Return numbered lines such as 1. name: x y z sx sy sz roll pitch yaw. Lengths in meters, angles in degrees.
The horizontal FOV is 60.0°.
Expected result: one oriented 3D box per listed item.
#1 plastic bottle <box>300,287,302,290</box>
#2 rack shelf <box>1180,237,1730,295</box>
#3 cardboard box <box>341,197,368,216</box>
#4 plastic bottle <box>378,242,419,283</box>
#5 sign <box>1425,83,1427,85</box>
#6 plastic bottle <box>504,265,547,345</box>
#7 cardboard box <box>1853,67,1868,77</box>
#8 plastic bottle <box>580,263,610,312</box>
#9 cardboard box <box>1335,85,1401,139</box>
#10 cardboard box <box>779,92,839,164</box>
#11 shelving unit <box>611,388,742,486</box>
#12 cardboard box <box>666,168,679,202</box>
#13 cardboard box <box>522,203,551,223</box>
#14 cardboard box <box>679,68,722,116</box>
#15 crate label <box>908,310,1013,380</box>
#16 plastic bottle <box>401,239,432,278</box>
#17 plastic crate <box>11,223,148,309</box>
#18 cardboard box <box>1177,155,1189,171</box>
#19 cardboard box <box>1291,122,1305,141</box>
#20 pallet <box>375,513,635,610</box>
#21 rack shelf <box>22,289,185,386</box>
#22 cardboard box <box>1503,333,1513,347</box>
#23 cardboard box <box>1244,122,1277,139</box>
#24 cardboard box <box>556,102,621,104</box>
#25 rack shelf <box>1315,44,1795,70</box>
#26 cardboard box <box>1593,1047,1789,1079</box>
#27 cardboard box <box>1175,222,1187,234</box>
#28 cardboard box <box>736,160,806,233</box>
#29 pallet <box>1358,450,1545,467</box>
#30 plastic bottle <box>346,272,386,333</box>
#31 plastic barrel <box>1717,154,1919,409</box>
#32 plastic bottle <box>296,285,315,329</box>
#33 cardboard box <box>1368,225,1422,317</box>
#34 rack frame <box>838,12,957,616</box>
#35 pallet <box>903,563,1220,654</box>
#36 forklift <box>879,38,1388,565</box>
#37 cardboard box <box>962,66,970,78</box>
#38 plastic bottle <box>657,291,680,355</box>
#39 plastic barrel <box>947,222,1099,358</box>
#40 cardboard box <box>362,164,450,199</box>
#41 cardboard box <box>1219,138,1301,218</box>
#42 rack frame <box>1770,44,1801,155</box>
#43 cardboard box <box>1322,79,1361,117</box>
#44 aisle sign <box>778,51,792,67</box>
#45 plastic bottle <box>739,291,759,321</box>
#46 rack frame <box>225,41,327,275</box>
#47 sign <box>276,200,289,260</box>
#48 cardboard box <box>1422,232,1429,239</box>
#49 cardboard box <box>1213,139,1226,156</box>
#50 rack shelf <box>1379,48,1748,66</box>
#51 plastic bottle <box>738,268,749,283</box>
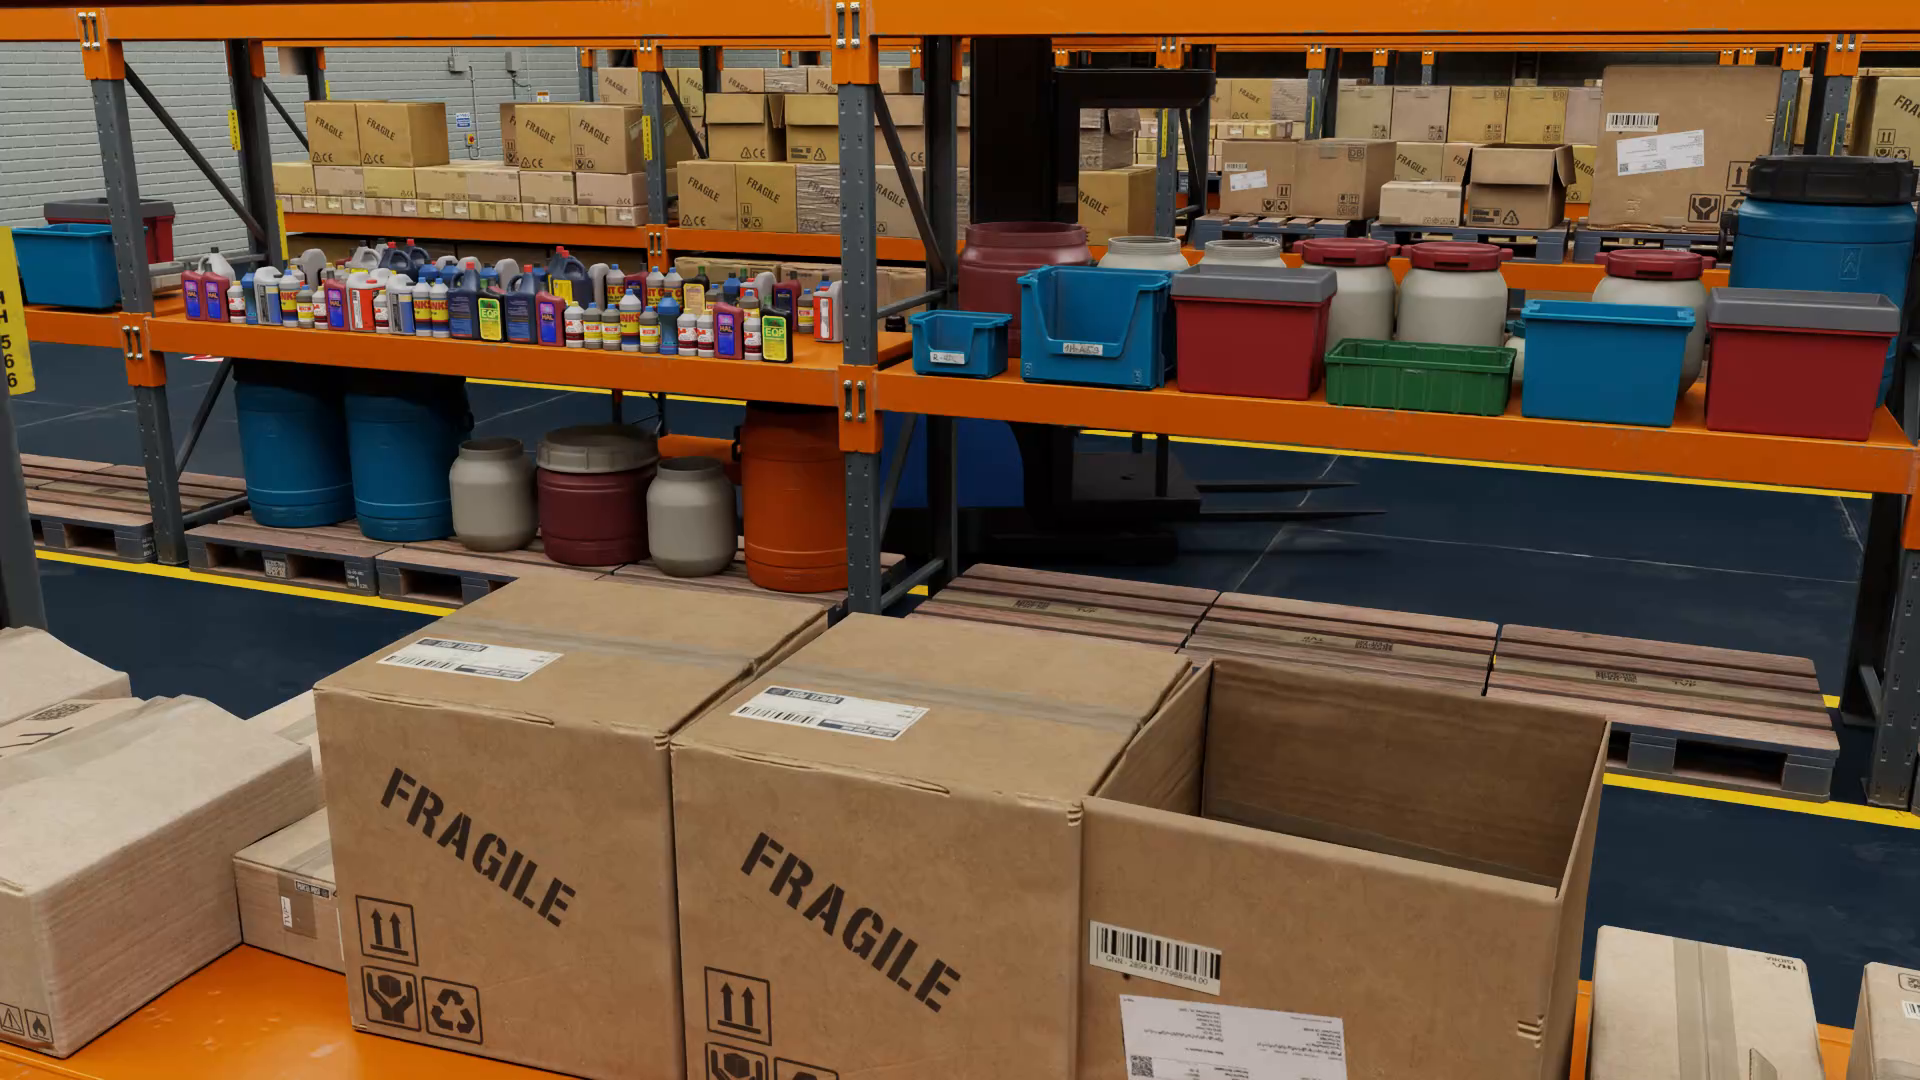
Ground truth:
1. plastic bottle: -3.313 -1.192 8.254 0.097 0.201 0.097 0 16 0
2. rack shelf: 3.427 -1.762 11.152 4.000 0.370 1.077 6 17 21
3. cardboard box: -4.946 -2.809 13.920 0.250 0.149 0.380 6 17 20
4. plastic bottle: -2.878 -1.347 8.522 0.185 0.351 0.144 6 17 21
5. sign: 6.830 -6.546 24.407 0.005 0.325 0.100 6 17 21
6. plastic bottle: -1.980 -1.078 7.596 0.185 0.351 0.144 6 17 21
7. cardboard box: 9.720 -4.985 18.457 0.500 0.500 0.700 6 17 21
8. plastic bottle: -1.825 -1.237 8.278 0.135 0.276 0.152 6 17 21
9. cardboard box: 3.894 -4.067 15.831 0.500 0.500 0.700 6 17 20
10. cardboard box: -0.923 -3.114 12.542 0.637 0.503 0.797 6 17 21
11. shelving unit: -1.355 -0.625 9.308 1.048 1.125 0.538 7 17 22
12. cardboard box: -2.496 -2.908 13.544 0.500 0.250 0.500 6 17 20
13. cardboard box: -3.276 -2.625 13.287 0.250 0.149 0.380 7 17 22
14. cardboard box: -2.694 -4.853 18.005 0.500 0.500 0.500 6 17 19
15. crate label: 0.003 -0.806 6.871 0.416 0.233 0.303 6 17 21
16. plastic bottle: -2.825 -1.384 8.651 0.185 0.351 0.144 6 17 21
17. plastic crate: -4.532 -1.417 8.594 0.575 0.384 0.392 6 17 21
18. cardboard box: 2.152 -3.678 16.162 0.250 0.149 0.380 6 17 20
19. cardboard box: 4.180 -5.085 20.682 0.500 0.250 0.500 6 17 19
20. pallet: -2.131 0.117 8.392 1.213 0.211 1.003 6 17 21
21. rack shelf: -5.833 -1.295 9.546 4.000 0.370 1.077 6 17 21
22. cardboard box: 3.767 -1.092 11.251 0.500 0.500 0.700 5 17 16
23. cardboard box: 2.856 -3.886 15.808 0.250 0.149 0.380 6 17 18
24. cardboard box: -2.962 -3.319 13.618 0.500 0.500 0.500 6 17 21
25. rack shelf: 5.341 -4.478 15.129 4.000 0.370 1.077 6 17 21
26. cardboard box: 0.764 0.689 1.662 0.258 0.266 0.396 6 17 19
27. cardboard box: 2.274 -3.000 16.512 0.500 0.250 0.500 7 17 21
28. cardboard box: -1.351 -2.606 12.590 0.500 0.500 0.500 6 17 21
29. pallet: 3.424 -0.767 11.437 1.213 0.211 1.003 6 17 21
30. plastic bottle: -2.820 -1.136 7.928 0.135 0.276 0.152 6 17 21
31. plastic barrel: 3.222 -0.977 6.259 0.708 0.901 0.600 6 17 21
32. plastic bottle: -3.153 -1.128 8.036 0.097 0.201 0.097 0 16 0
33. cardboard box: 4.014 -2.623 16.112 0.750 0.750 1.050 6 17 20
34. rack frame: -0.251 -1.027 7.331 0.127 3.000 1.000 6 17 21
35. pallet: 0.455 0.401 7.412 1.213 0.211 1.003 6 17 21
36. forklift: 0.770 -1.427 8.833 3.031 2.935 1.130 0 16 -1
37. cardboard box: 0.156 -6.200 22.015 0.250 0.149 0.380 6 17 20
38. plastic bottle: -1.280 -0.956 7.317 0.097 0.271 0.097 0 16 0
39. plastic barrel: 0.292 -1.123 7.419 0.708 0.536 0.600 6 17 21
40. cardboard box: -4.576 -2.978 13.787 0.500 0.250 0.500 6 17 19
41. cardboard box: 2.083 -2.516 11.529 0.500 0.500 0.500 4 17 14
42. rack frame: 7.201 -3.178 14.742 0.127 3.000 1.000 6 17 21
43. cardboard box: 4.625 -5.395 20.404 0.500 0.500 0.500 6 17 19
44. aisle sign: -2.413 -6.881 22.832 0.004 0.787 0.394 6 17 21
45. plastic bottle: -0.994 -1.073 7.845 0.097 0.201 0.097 0 16 0
46. rack frame: -5.876 -3.130 14.575 0.127 3.000 1.000 6 17 21
47. sign: -3.769 -1.712 9.193 0.005 0.325 0.100 6 17 21
48. cardboard box: 5.724 -3.761 20.709 0.625 0.372 0.950 5 17 17
49. cardboard box: 2.605 -3.771 15.946 0.250 0.149 0.380 7 18 23
50. rack shelf: 7.063 -5.772 19.587 4.000 0.370 1.077 6 17 21
51. plastic bottle: -1.073 -1.172 8.040 0.133 0.283 0.061 6 17 21
